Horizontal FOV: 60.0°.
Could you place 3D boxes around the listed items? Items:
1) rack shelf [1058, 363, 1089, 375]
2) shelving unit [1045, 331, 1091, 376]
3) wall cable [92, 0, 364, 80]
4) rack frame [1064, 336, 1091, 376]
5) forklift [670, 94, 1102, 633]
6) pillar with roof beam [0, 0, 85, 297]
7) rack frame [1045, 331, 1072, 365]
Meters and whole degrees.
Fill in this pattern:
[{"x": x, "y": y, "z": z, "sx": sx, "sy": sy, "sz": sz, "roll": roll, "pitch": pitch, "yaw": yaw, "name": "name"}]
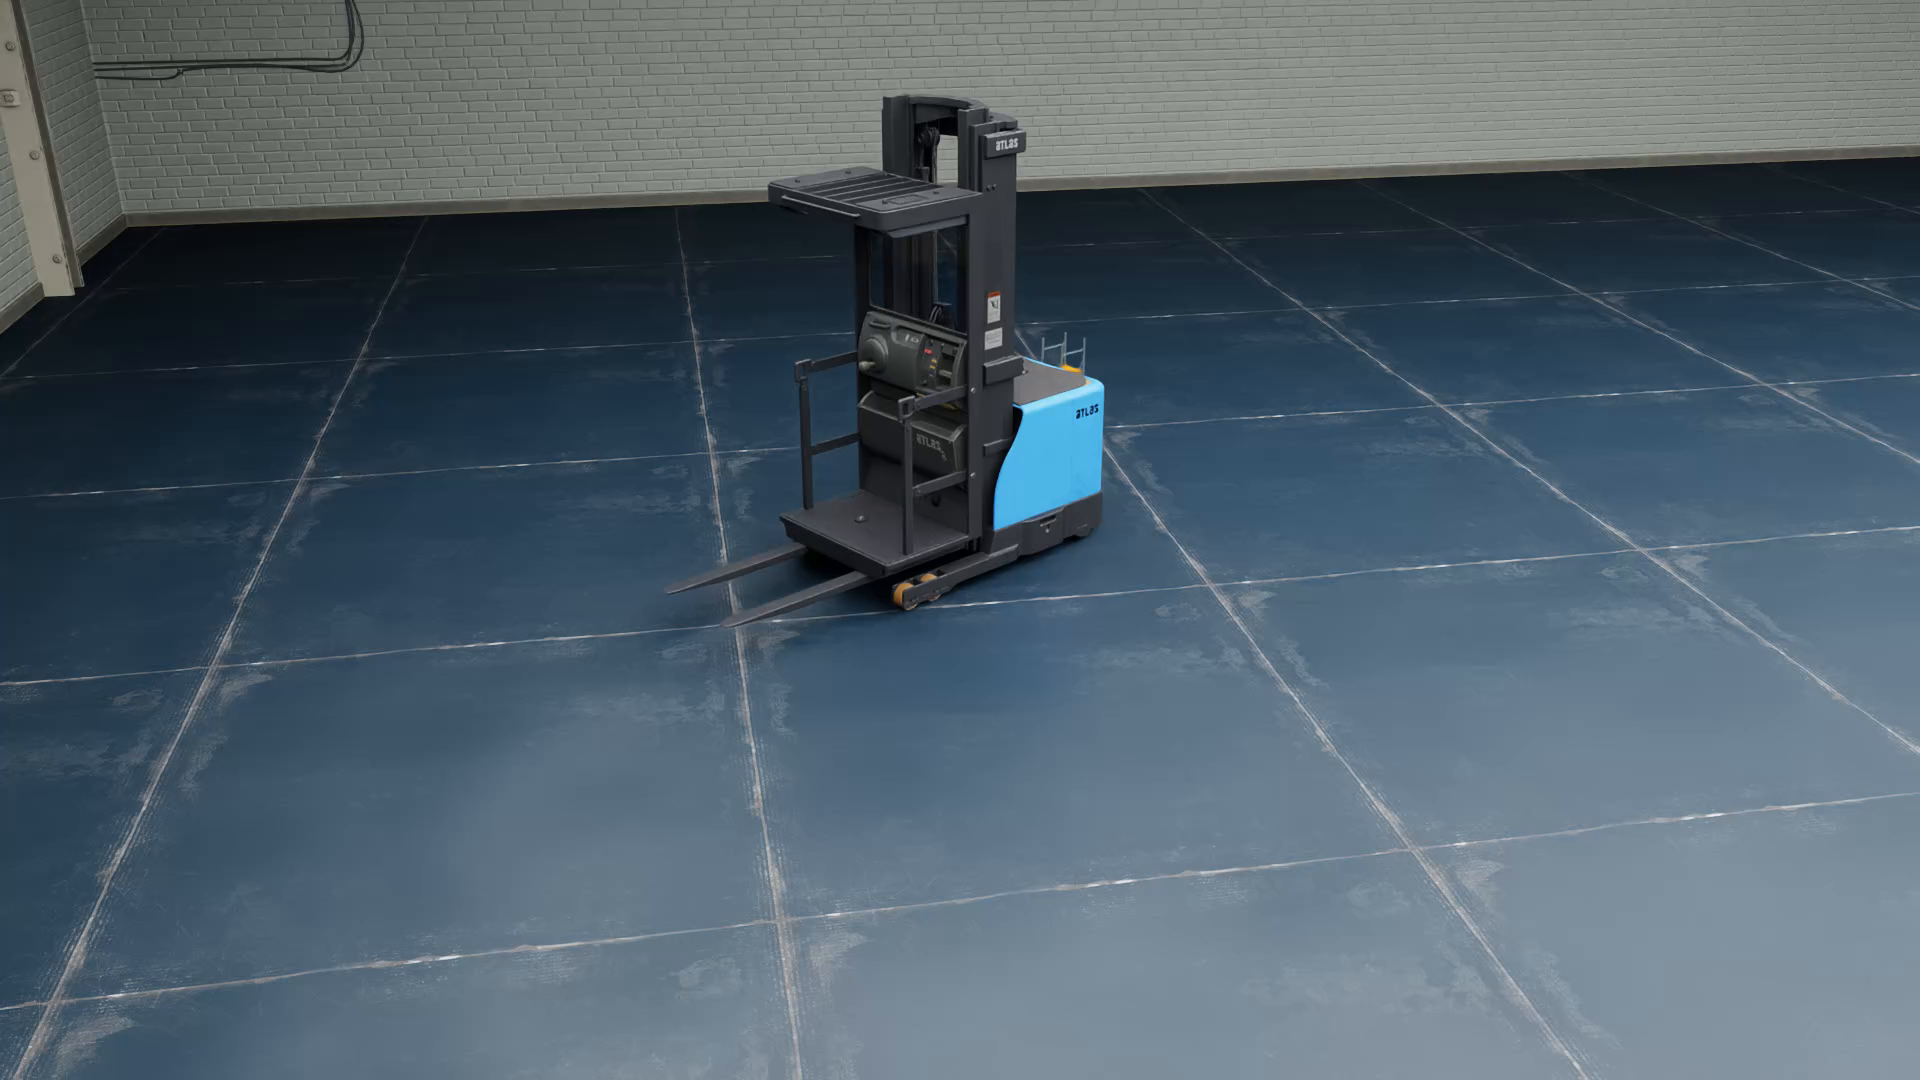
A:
[{"x": 0.738, "y": -1.143, "z": 11.563, "sx": 0.258, "sy": 0.103, "sz": 0.180, "roll": -16, "pitch": 28, "yaw": -40, "name": "rack shelf"}, {"x": 0.724, "y": -0.850, "z": 11.677, "sx": 0.258, "sy": 1.200, "sz": 0.189, "roll": -16, "pitch": 28, "yaw": -40, "name": "shelving unit"}, {"x": -8.478, "y": -6.520, "z": 18.814, "sx": 3.097, "sy": 2.526, "sz": 0.112, "roll": -4, "pitch": 24, "yaw": -10, "name": "wall cable"}, {"x": 0.786, "y": -0.822, "z": 11.616, "sx": 0.240, "sy": 1.200, "sz": 0.006, "roll": -16, "pitch": 28, "yaw": -40, "name": "rack frame"}, {"x": -0.434, "y": -1.137, "z": 10.191, "sx": 1.130, "sy": 2.935, "sz": 3.031, "roll": 21, "pitch": 31, "yaw": 40, "name": "forklift"}, {"x": -5.002, "y": -7.005, "z": 16.045, "sx": 9.100, "sy": 9.000, "sz": 0.400, "roll": -4, "pitch": 24, "yaw": -10, "name": "pillar with roof beam"}, {"x": 0.662, "y": -0.877, "z": 11.739, "sx": 0.240, "sy": 1.200, "sz": 0.006, "roll": -16, "pitch": 28, "yaw": -40, "name": "rack frame"}]
